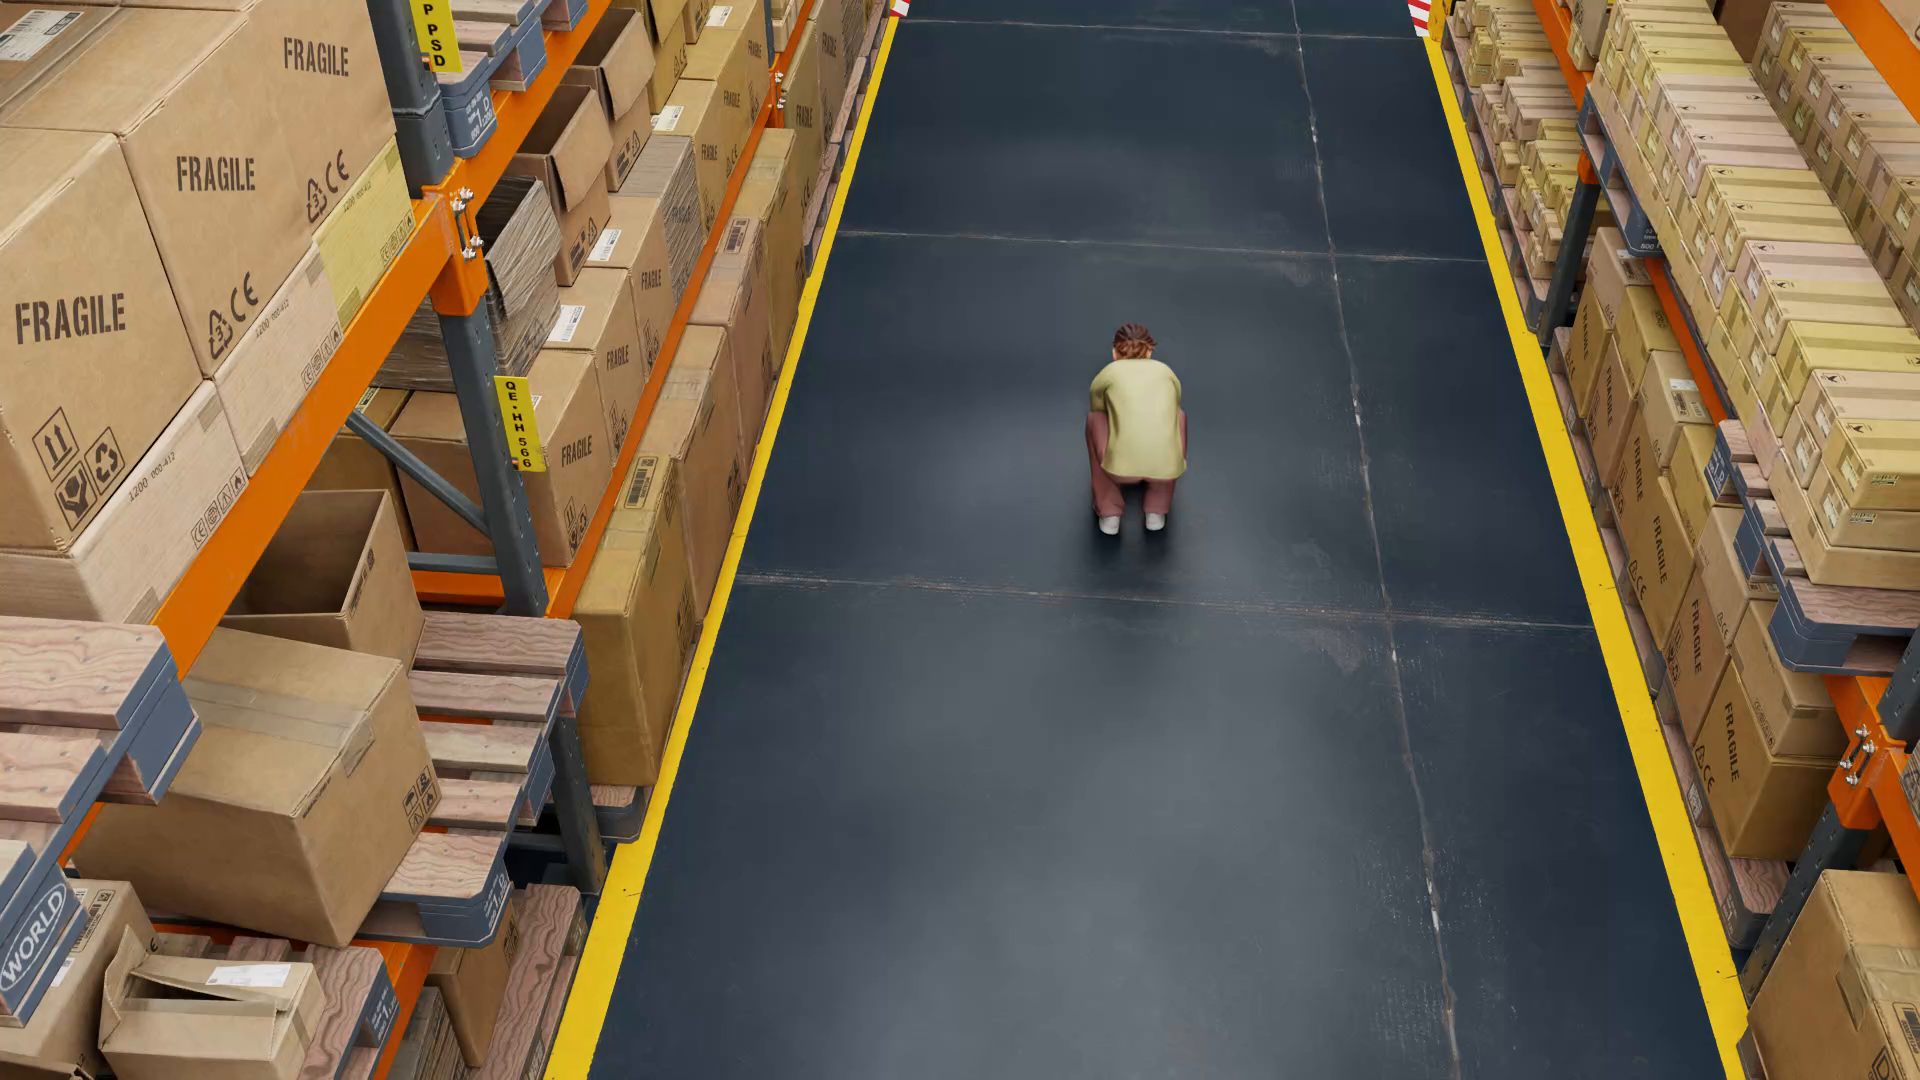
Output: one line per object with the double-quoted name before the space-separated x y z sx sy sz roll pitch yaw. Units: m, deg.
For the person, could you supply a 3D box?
"person" 0.792 -0.474 7.470 0.457 0.786 0.851 2 40 3
